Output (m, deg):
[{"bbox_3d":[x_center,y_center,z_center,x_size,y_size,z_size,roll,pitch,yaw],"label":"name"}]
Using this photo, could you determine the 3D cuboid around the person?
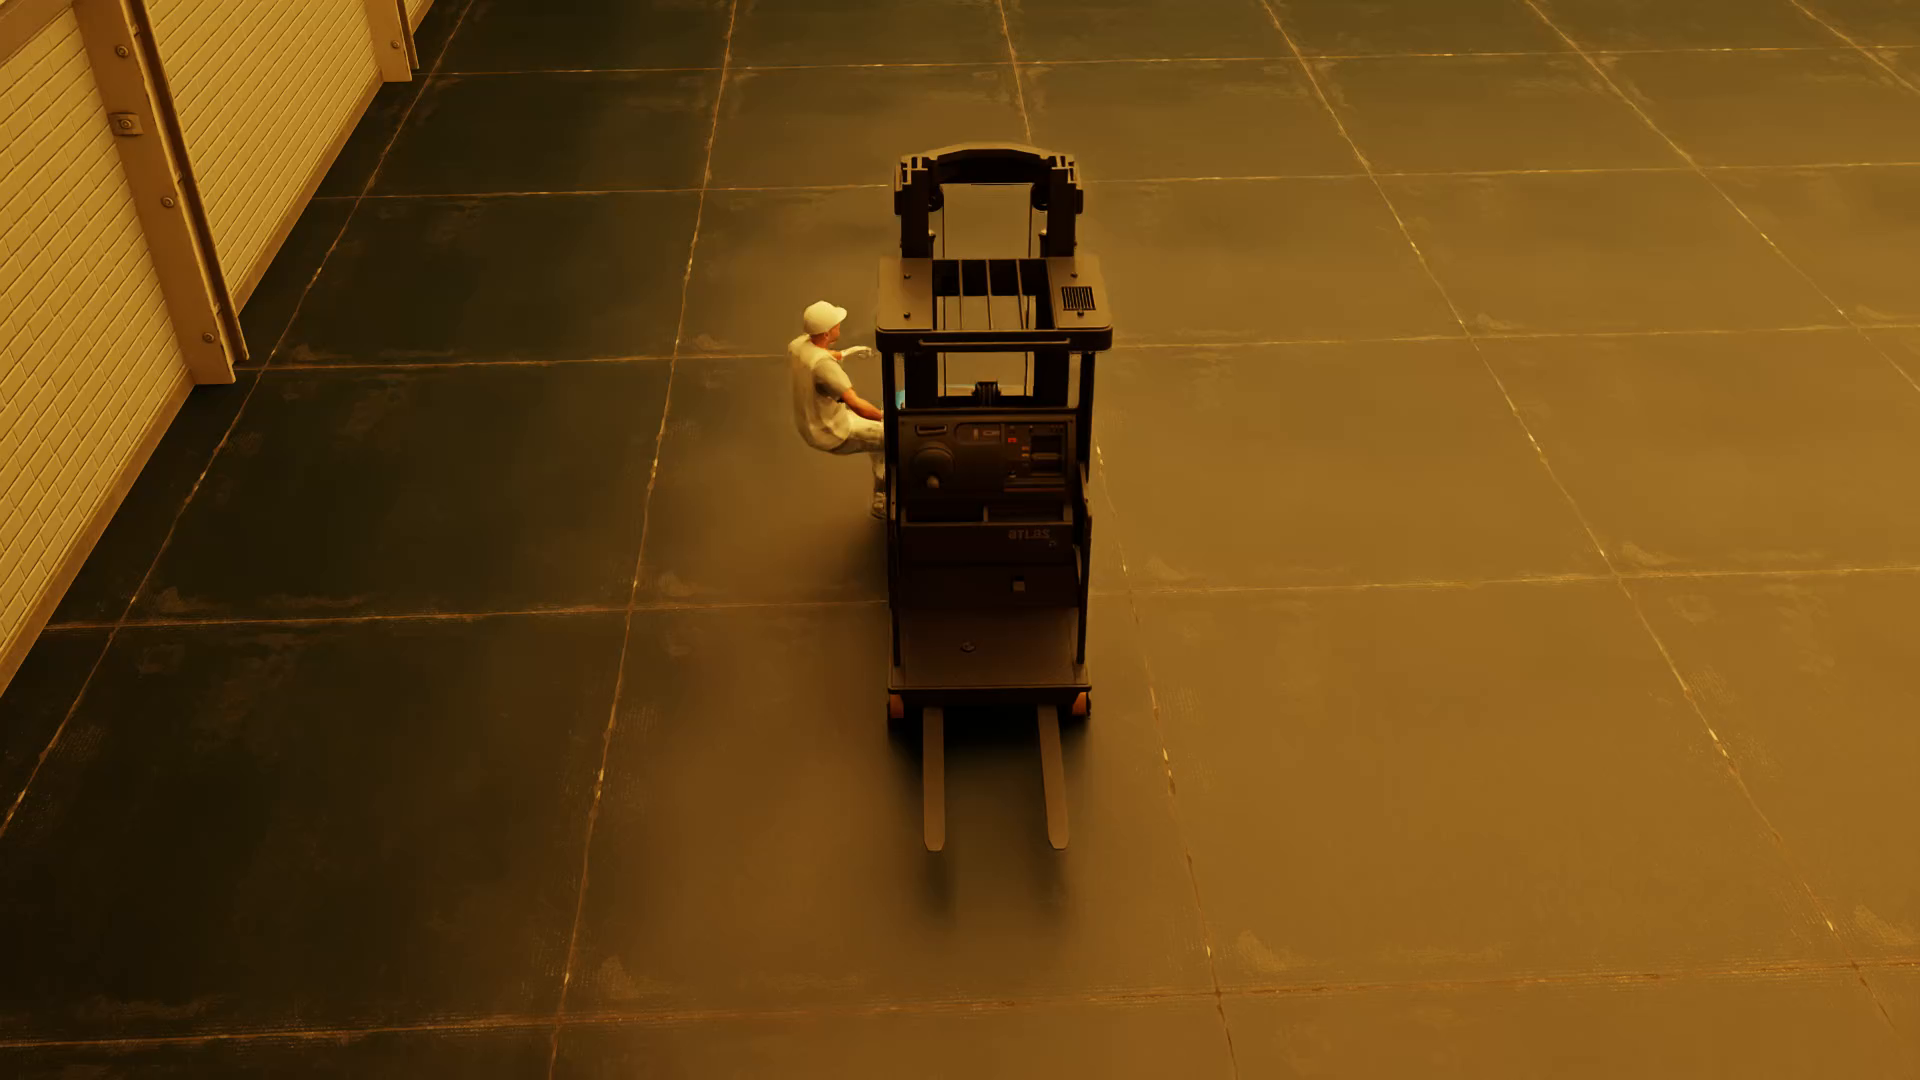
[{"bbox_3d":[-0.607,-0.823,10.326,0.871,1.540,0.902,-24,42,-29],"label":"person"}]

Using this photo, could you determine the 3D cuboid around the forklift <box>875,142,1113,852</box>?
[{"bbox_3d":[0.149,-0.391,8.548,1.130,2.935,3.031,-1,36,-1],"label":"forklift"}]
